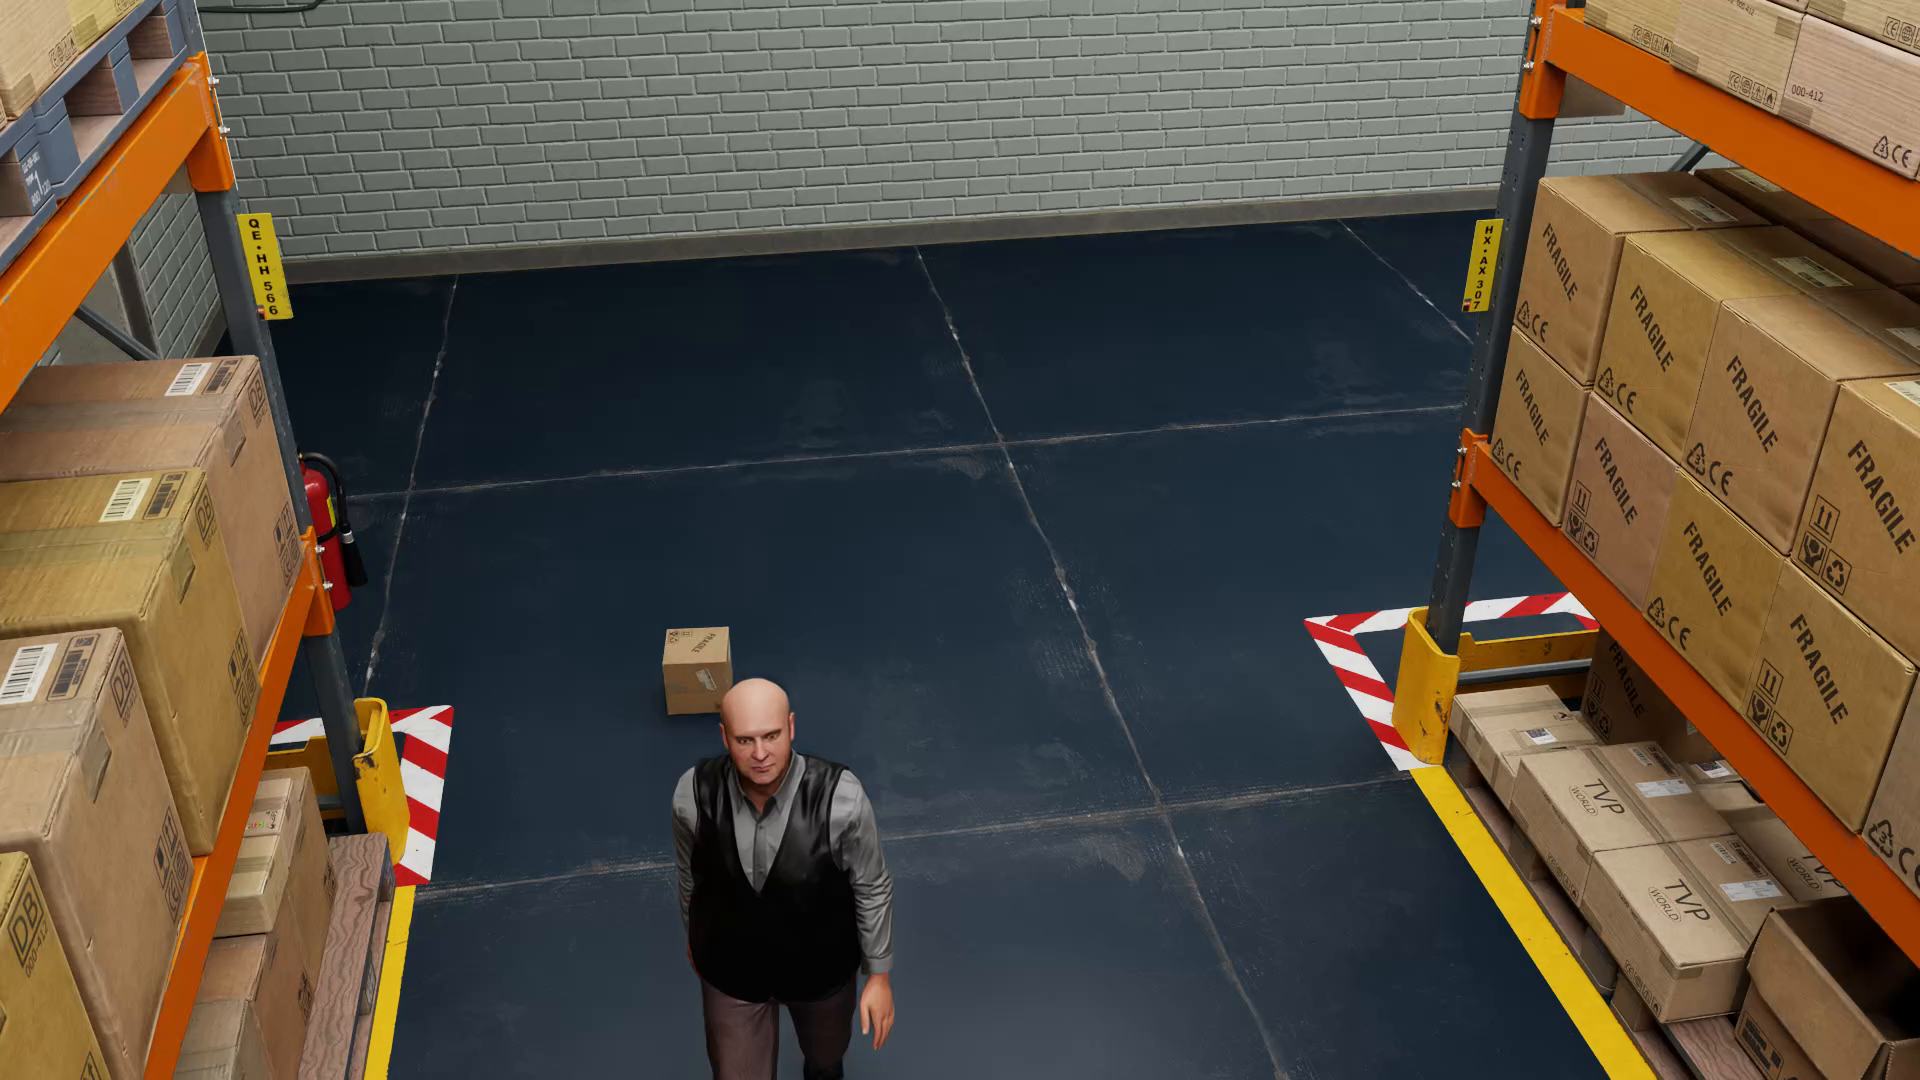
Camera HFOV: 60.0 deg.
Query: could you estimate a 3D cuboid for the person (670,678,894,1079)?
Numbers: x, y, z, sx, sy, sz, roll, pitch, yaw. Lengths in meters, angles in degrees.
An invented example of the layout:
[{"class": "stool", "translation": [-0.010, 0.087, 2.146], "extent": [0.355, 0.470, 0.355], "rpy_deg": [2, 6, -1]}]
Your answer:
[{"class": "person", "translation": [-0.449, 1.088, 4.314], "extent": [0.561, 1.683, 0.998], "rpy_deg": [-1, 30, -2]}]
